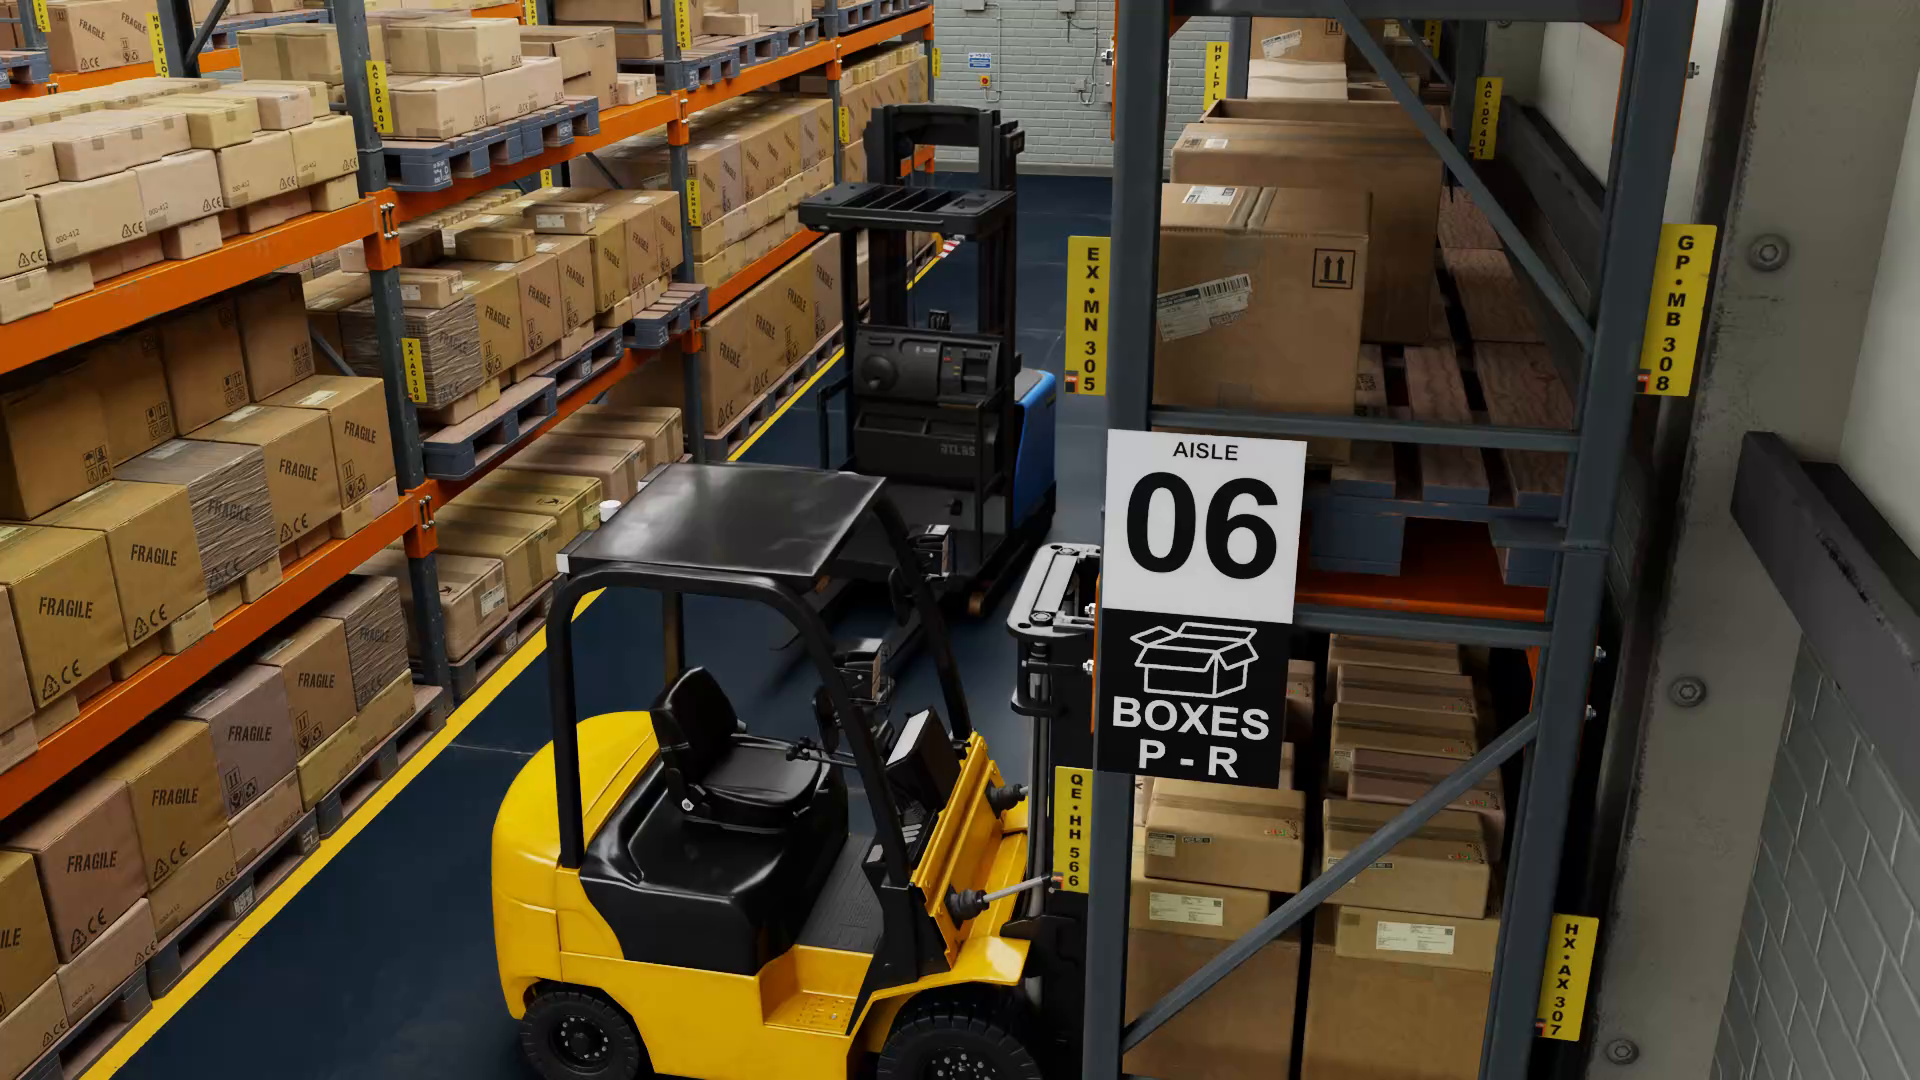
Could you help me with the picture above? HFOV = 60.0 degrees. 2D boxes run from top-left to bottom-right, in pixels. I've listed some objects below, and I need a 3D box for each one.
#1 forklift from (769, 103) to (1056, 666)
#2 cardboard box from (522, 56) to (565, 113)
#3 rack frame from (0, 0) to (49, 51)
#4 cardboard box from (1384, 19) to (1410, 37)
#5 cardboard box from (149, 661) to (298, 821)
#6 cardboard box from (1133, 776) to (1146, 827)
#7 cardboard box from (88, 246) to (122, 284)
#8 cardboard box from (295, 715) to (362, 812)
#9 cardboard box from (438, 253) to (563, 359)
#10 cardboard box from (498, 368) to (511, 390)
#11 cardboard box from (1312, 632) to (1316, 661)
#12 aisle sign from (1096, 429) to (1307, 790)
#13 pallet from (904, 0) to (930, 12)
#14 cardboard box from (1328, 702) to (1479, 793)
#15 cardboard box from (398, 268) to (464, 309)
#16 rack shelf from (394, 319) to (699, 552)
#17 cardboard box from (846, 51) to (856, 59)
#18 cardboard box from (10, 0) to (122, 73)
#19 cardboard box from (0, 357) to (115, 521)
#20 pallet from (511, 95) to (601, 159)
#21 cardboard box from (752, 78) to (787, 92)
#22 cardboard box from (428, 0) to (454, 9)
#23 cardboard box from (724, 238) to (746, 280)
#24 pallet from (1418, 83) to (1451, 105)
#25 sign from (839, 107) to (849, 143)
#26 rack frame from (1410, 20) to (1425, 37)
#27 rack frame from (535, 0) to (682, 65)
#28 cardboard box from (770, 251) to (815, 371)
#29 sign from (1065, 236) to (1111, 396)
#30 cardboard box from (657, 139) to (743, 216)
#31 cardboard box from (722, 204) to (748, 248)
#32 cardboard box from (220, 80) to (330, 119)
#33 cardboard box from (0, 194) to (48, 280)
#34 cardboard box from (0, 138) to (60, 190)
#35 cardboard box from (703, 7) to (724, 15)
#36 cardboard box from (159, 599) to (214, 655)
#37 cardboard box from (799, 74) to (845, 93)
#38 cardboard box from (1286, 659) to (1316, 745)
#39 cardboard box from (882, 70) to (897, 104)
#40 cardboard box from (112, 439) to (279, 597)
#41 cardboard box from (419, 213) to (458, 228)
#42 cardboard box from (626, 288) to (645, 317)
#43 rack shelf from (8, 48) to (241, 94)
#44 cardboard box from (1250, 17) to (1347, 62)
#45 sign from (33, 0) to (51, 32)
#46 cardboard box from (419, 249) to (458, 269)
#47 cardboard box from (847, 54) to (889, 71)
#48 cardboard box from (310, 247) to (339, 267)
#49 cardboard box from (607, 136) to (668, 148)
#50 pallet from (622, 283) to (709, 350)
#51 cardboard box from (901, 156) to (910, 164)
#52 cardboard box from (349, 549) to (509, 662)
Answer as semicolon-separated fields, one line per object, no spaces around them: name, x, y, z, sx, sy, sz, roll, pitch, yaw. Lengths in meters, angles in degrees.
forklift;-0.274;-1.048;10.032;1.130;2.935;3.031;7;23;17
cardboard box;-2.555;-2.550;9.294;0.500;0.250;0.500;4;22;10
rack frame;-7.301;-5.065;11.885;1.000;3.000;0.127;4;22;11
cardboard box;2.772;-3.323;10.844;0.380;0.149;0.250;4;22;9
cardboard box;-3.313;0.863;7.310;0.500;0.500;0.500;6;23;14
cardboard box;0.613;0.770;4.426;0.380;0.149;0.250;5;22;12
cardboard box;-3.425;-1.057;6.285;0.380;0.149;0.250;4;22;10
cardboard box;-3.207;1.034;7.890;0.500;0.250;0.500;4;22;9
cardboard box;-2.658;-1.371;9.648;0.500;0.500;0.500;4;22;11
cardboard box;-2.786;-0.936;9.436;0.380;0.149;0.250;6;23;14
cardboard box;1.583;0.405;6.198;0.500;0.500;0.500;4;22;9
aisle sign;0.493;0.156;3.470;0.394;0.787;0.004;4;22;11
pallet;-0.943;-5.946;18.206;1.003;0.211;1.213;4;22;11
cardboard box;1.198;0.578;4.503;0.380;0.149;0.250;5;22;12
cardboard box;-2.808;-1.304;8.615;0.380;0.149;0.250;4;22;11
rack shelf;-2.842;-0.877;10.479;1.077;0.370;4.000;4;22;11
cardboard box;-1.332;-5.185;17.872;0.380;0.149;0.250;5;22;11
cardboard box;-6.924;-3.909;12.895;0.500;0.500;0.500;4;22;11
cardboard box;-3.824;-0.419;6.508;0.700;0.500;0.500;4;22;11
pallet;-2.811;-2.381;9.486;1.213;0.211;1.003;4;22;11
cardboard box;-1.867;-4.353;15.806;0.380;0.149;0.250;4;22;10
cardboard box;-5.803;-5.780;17.876;0.500;0.250;0.500;5;23;13
cardboard box;-2.000;-2.221;13.055;0.500;0.250;0.500;4;22;9
pallet;2.375;-2.614;10.066;1.213;0.211;1.003;6;23;13
sign;-1.085;-3.868;15.498;0.100;0.325;0.005;4;22;11
rack frame;2.426;-4.348;10.104;1.000;3.000;0.127;4;22;11
rack frame;-2.434;-4.725;11.040;1.000;3.000;0.127;4;22;11
cardboard box;-1.843;-2.050;14.712;0.875;0.875;0.875;5;22;12
sign;0.265;-0.451;3.364;0.100;0.325;0.005;4;22;11
cardboard box;-2.002;-2.796;12.809;0.500;0.500;0.500;5;22;11
cardboard box;-1.982;-2.460;12.978;0.500;0.250;0.500;5;22;12
cardboard box;-3.101;-1.991;7.537;0.380;0.149;0.250;5;22;12
cardboard box;-3.510;-1.014;5.644;0.500;0.250;0.500;5;22;12
cardboard box;-3.453;-1.330;5.894;0.380;0.149;0.250;5;22;12
cardboard box;-2.219;-4.447;14.115;0.380;0.166;0.250;3;22;7
cardboard box;-3.320;0.338;6.835;0.380;0.149;0.250;5;22;11
cardboard box;-1.299;-4.312;15.704;0.380;0.149;0.250;4;22;10
cardboard box;0.831;0.453;4.814;0.380;0.149;0.250;5;22;11
cardboard box;-0.953;-4.626;17.352;0.500;0.500;0.500;4;22;11
cardboard box;-3.297;-0.103;7.063;0.500;0.500;0.500;5;22;12
cardboard box;-5.867;-3.574;18.669;0.380;0.149;0.250;5;22;11
cardboard box;-2.321;-1.592;11.065;0.380;0.149;0.250;3;22;8
rack shelf;-6.892;-4.072;14.396;1.077;0.370;4.000;4;22;11
cardboard box;1.832;-2.625;9.012;0.500;0.500;0.500;5;22;12
sign;-6.759;-3.905;12.222;0.100;0.325;0.005;4;22;11
cardboard box;-3.170;-1.415;9.757;0.500;0.500;0.500;5;23;13
cardboard box;-0.957;-4.967;17.331;0.380;0.149;0.250;5;23;13
cardboard box;-6.389;-2.837;16.162;0.500;0.250;0.500;4;22;9
cardboard box;-2.488;-2.850;12.942;0.500;0.500;0.500;5;22;12
pallet;-2.475;-1.584;11.529;1.213;0.211;1.003;4;22;11
cardboard box;-0.853;-4.346;17.997;0.500;0.500;0.500;5;22;12
cardboard box;-3.146;0.353;9.418;0.950;0.372;0.625;5;22;12
